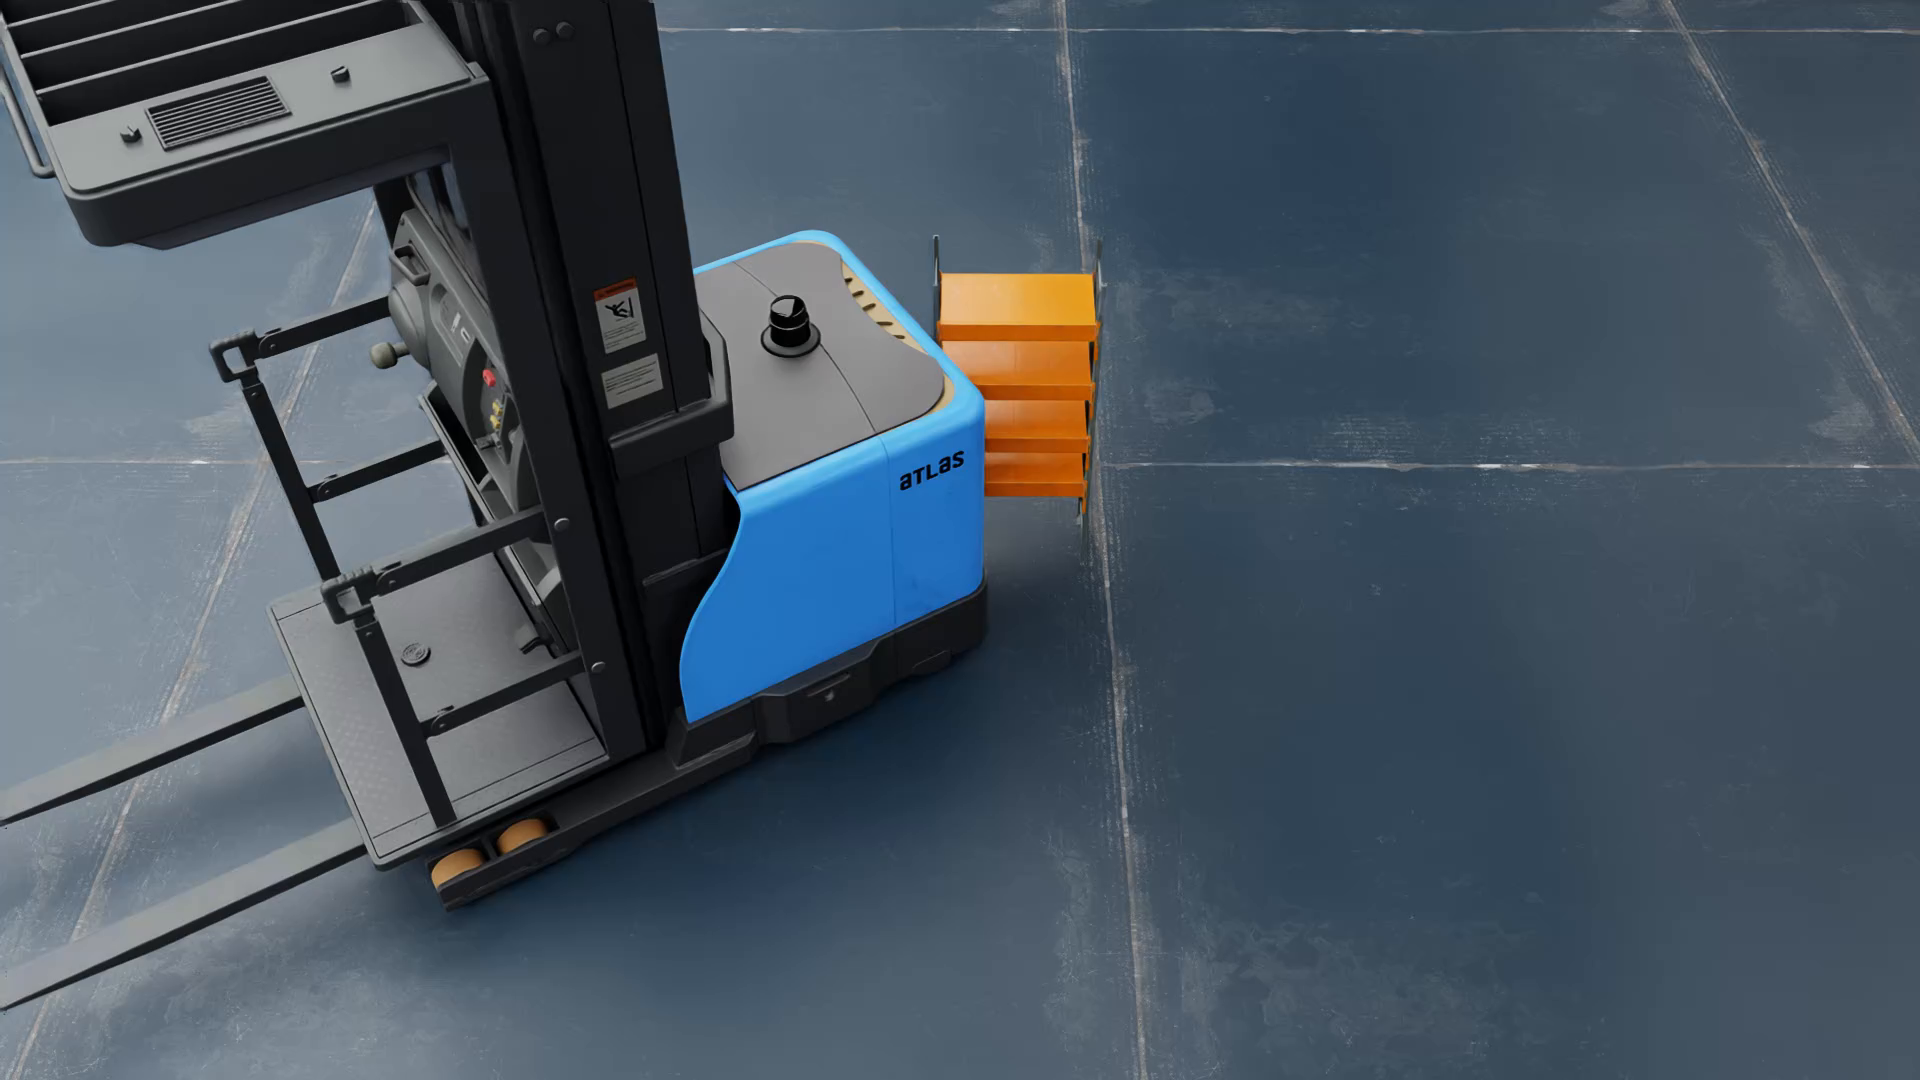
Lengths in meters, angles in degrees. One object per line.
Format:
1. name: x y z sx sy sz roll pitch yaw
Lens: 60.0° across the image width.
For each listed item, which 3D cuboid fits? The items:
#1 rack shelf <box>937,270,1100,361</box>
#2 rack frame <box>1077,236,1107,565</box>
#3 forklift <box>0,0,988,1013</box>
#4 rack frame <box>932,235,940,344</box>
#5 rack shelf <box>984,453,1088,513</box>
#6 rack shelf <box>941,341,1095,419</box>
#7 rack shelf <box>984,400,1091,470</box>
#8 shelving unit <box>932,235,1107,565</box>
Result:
1. rack shelf: 0.173 -0.679 5.025 0.480 0.148 0.258 0 47 0
2. rack frame: 0.417 -0.410 5.312 0.015 1.200 0.240 0 47 0
3. forklift: -1.439 -0.399 4.119 3.031 2.935 1.130 -24 52 -21
4. rack frame: -0.071 -0.412 5.314 0.015 1.200 0.240 0 47 0
5. rack shelf: 0.173 -0.230 5.507 0.480 0.148 0.258 0 47 0
6. rack shelf: 0.173 -0.518 5.198 0.480 0.148 0.258 0 47 0
7. rack shelf: 0.173 -0.365 5.362 0.480 0.148 0.258 0 47 0
8. shelving unit: 0.173 -0.411 5.313 0.503 1.200 0.258 0 47 0
